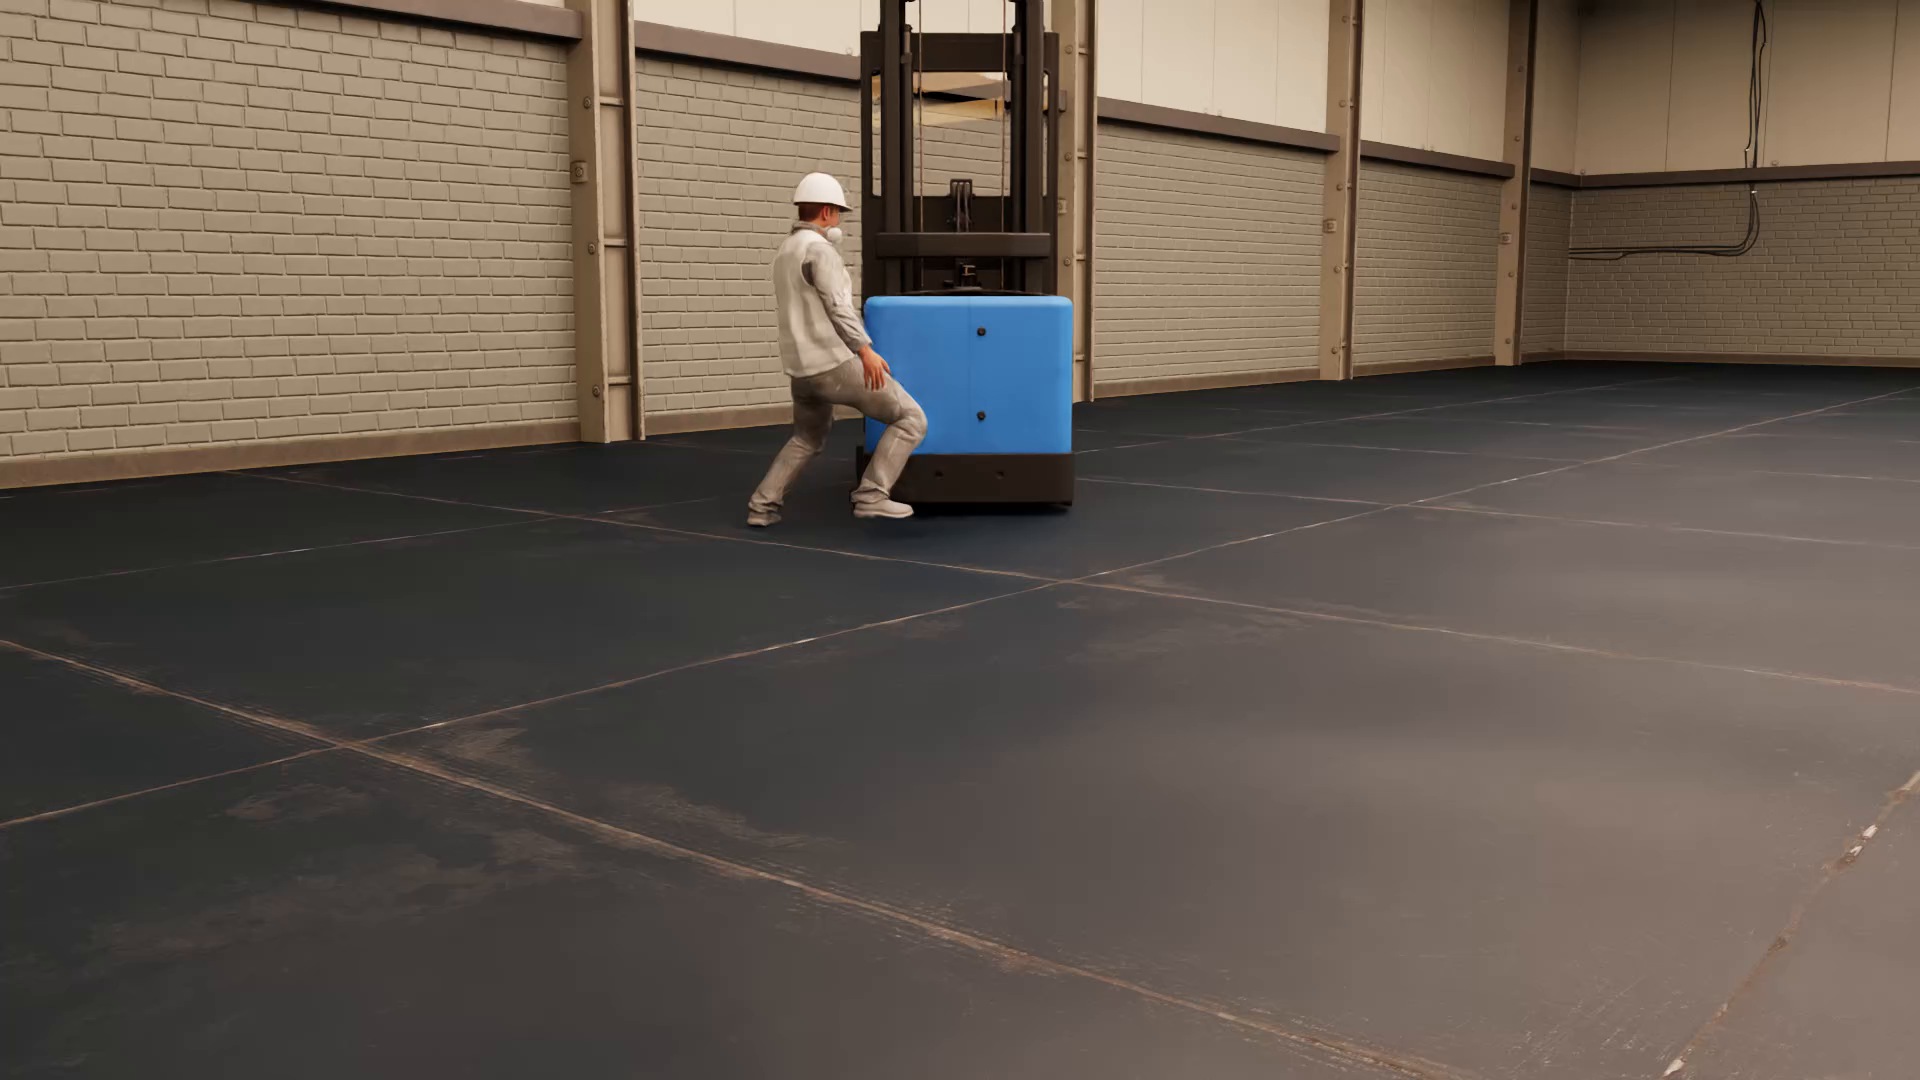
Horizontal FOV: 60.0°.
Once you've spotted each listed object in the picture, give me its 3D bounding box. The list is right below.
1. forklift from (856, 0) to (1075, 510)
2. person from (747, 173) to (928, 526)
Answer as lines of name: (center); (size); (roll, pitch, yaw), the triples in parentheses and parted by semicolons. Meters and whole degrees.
forklift: (-0.012, -1.782, 9.458); (1.130, 2.935, 3.031); (0, 8, -2)
person: (-0.605, -0.853, 7.692); (0.673, 1.651, 0.937); (-4, 9, -27)
